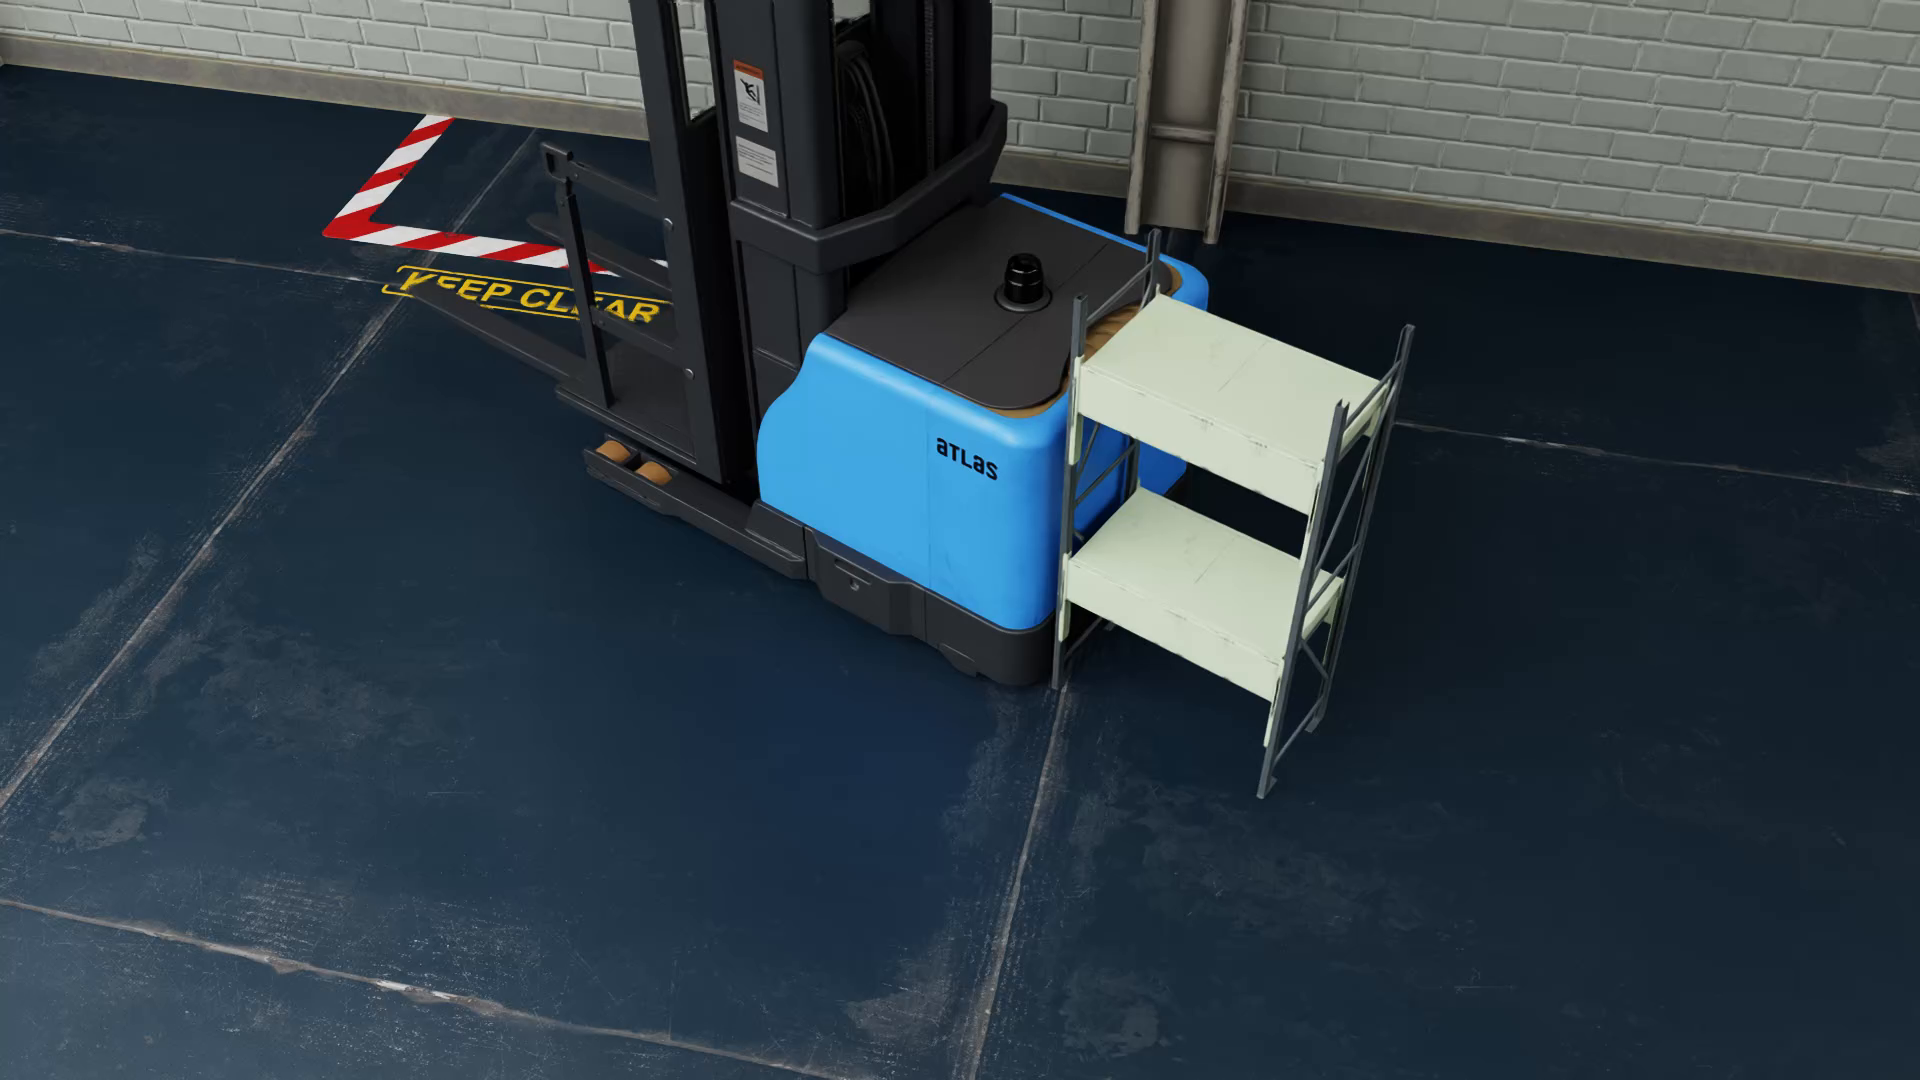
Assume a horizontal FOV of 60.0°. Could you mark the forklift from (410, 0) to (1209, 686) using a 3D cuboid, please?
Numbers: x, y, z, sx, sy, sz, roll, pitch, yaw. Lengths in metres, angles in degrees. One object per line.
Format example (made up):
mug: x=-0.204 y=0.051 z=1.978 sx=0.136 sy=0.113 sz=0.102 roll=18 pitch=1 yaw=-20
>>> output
forklift: x=-0.714 y=-1.433 z=5.125 sx=3.031 sy=2.935 sz=1.130 roll=27 pitch=50 yaw=25

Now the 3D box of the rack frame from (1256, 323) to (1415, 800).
rack frame: x=1.009 y=0.116 z=4.548 sx=0.023 sy=1.500 sz=0.400 roll=27 pitch=50 yaw=25

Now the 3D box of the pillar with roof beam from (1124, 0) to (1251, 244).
pillar with roof beam: x=-0.011 y=-1.716 z=1.044 sx=0.400 sy=9.000 sz=9.100 roll=9 pitch=45 yaw=9

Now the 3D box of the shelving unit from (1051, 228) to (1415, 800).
shelving unit: x=0.712 y=-0.032 z=4.702 sx=0.755 sy=1.500 sz=0.431 roll=27 pitch=50 yaw=25

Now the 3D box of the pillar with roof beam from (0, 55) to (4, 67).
pillar with roof beam: x=-5.866 y=-2.625 z=1.988 sx=0.400 sy=9.000 sz=9.100 roll=9 pitch=45 yaw=9

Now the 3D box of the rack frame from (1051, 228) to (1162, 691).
rack frame: x=0.415 y=-0.180 z=4.856 sx=0.023 sy=1.500 sz=0.400 roll=27 pitch=50 yaw=25

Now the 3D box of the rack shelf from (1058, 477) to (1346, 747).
rack shelf: x=0.712 y=0.203 z=4.928 sx=0.720 sy=0.370 sz=0.431 roll=27 pitch=50 yaw=25

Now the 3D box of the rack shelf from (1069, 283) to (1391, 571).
rack shelf: x=0.712 y=-0.313 z=4.431 sx=0.720 sy=0.370 sz=0.431 roll=27 pitch=50 yaw=25
